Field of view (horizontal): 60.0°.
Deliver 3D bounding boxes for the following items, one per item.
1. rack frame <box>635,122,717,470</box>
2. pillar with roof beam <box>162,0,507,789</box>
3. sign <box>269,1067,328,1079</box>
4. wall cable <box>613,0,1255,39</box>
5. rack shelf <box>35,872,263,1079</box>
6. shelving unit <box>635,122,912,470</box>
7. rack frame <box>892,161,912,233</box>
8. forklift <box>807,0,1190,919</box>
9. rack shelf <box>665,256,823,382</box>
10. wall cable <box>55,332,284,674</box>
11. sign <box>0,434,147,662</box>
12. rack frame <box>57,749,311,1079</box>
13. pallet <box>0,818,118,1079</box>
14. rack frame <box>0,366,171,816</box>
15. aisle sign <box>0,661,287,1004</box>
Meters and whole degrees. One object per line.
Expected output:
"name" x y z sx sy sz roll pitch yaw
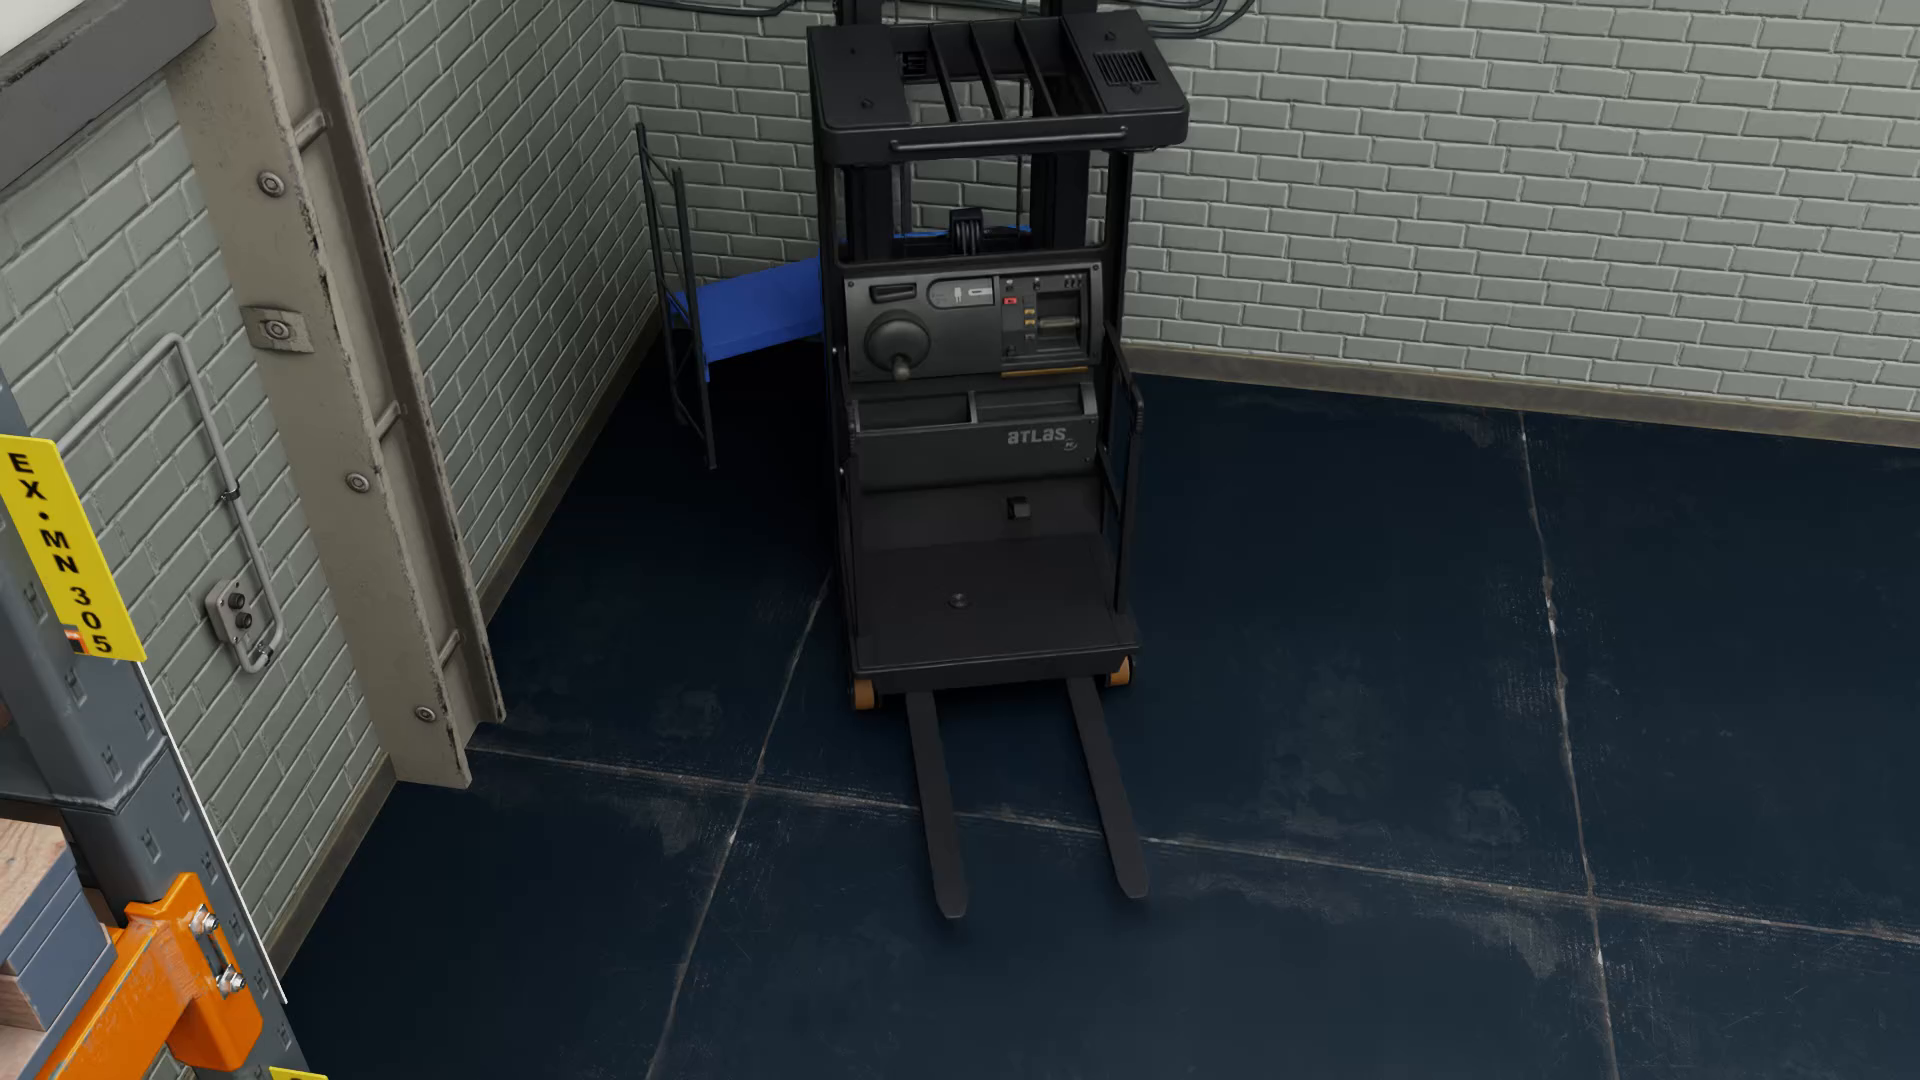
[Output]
"rack frame" -1.246 -1.047 7.339 0.032 1.500 0.500 -18 43 -21
"pillar with roof beam" 2.301 -2.215 2.867 9.100 9.000 0.400 6 40 8
"sign" -1.022 0.943 2.660 0.100 0.325 0.005 6 40 8
"wall cable" -0.223 -3.213 6.511 3.097 2.526 0.112 6 40 8
"rack shelf" -1.900 1.789 0.943 1.077 0.370 4.000 6 40 8
"shelving unit" -0.795 -1.196 7.520 1.048 1.500 0.538 -18 43 -21
"rack frame" -0.343 -1.345 7.700 0.032 1.500 0.500 -18 43 -21
"forklift" 0.084 -0.711 5.809 1.130 2.935 3.031 -5 40 -6
"rack shelf" -0.795 -1.057 7.634 1.000 0.185 0.538 -18 43 -21
"wall cable" -2.264 0.113 3.962 0.084 1.984 1.851 6 40 8
"sign" -1.022 0.014 1.892 0.100 0.325 0.005 6 40 8
"rack frame" -1.554 1.412 3.188 1.000 3.000 0.127 6 40 8
"pallet" -1.672 0.757 1.696 1.003 0.211 1.213 6 40 8
"rack frame" -1.554 -0.900 1.276 1.000 3.000 0.127 6 40 8
"aisle sign" -1.246 0.398 2.374 0.394 0.787 0.004 6 40 8
